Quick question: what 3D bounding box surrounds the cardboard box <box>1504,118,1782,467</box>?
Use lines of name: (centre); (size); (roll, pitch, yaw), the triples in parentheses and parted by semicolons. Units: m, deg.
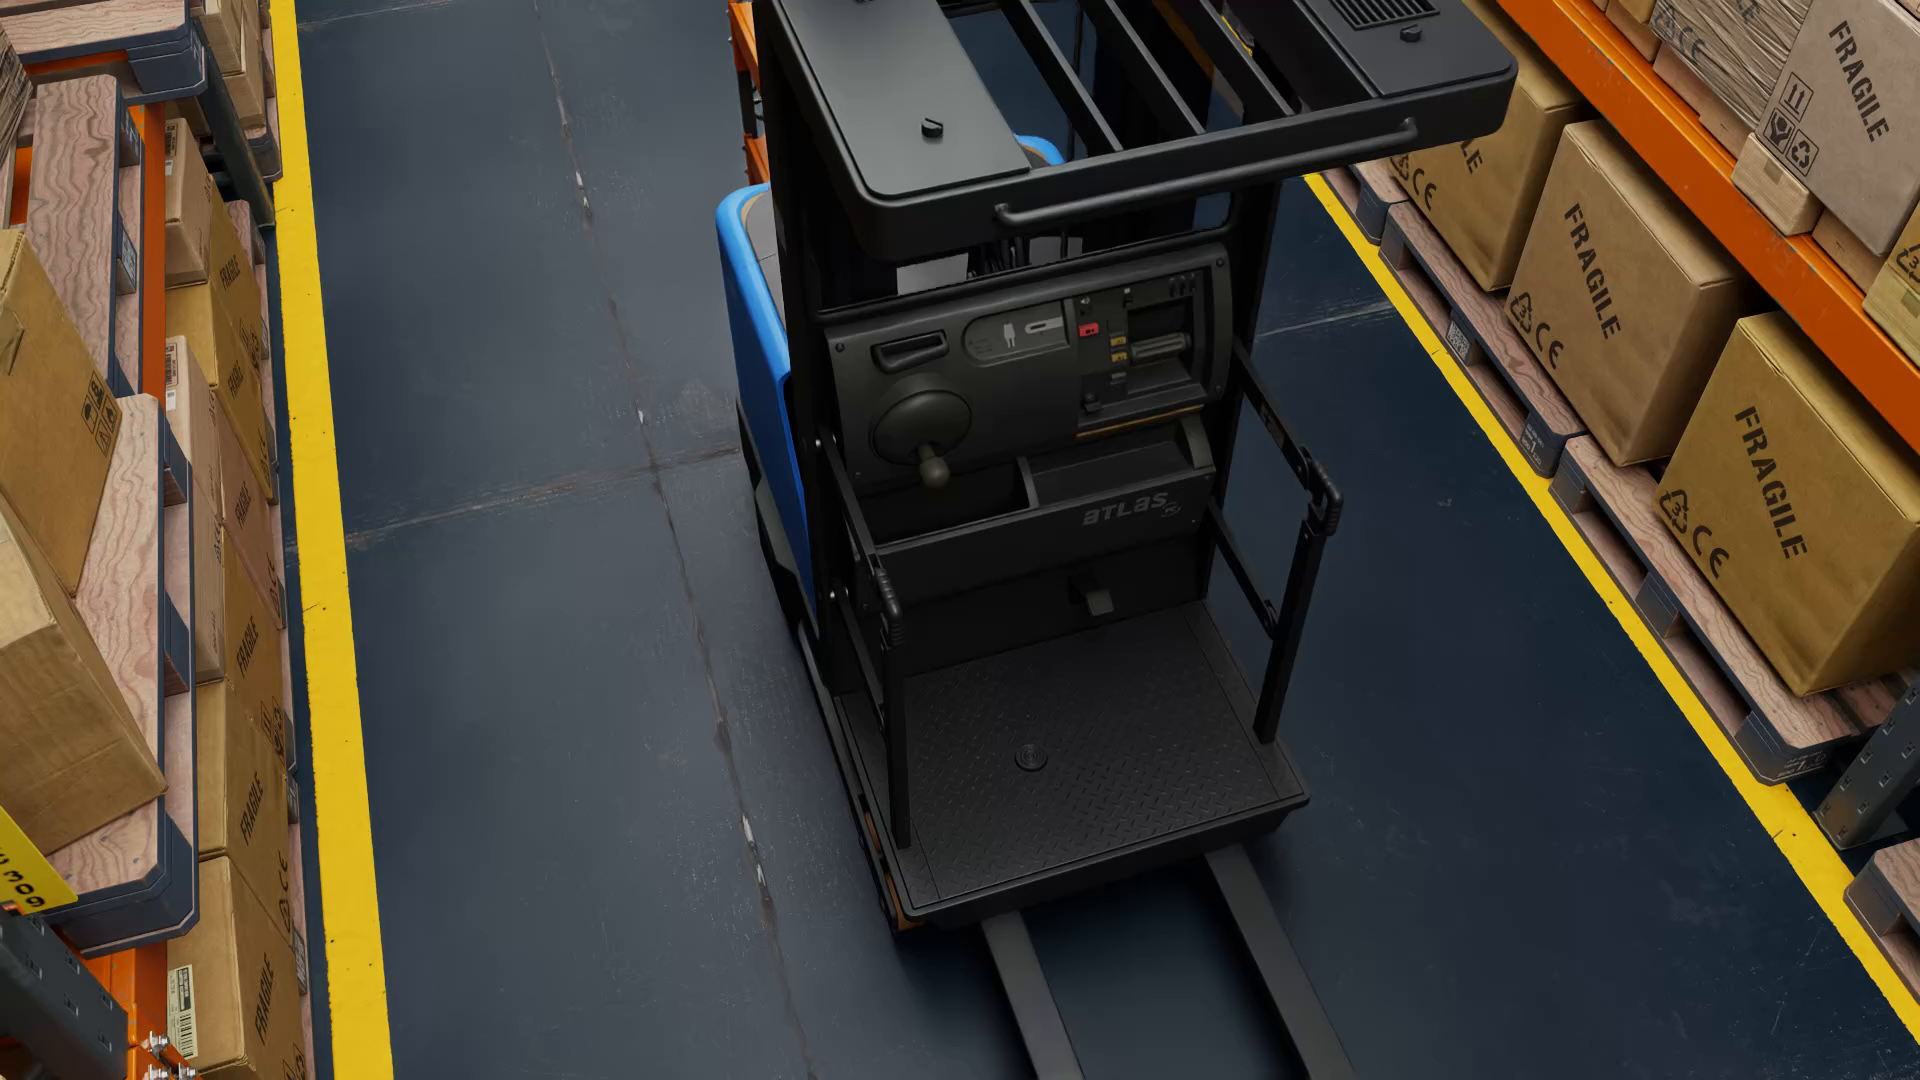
cardboard box: (2.270, -0.809, 5.101); (0.750, 0.750, 0.750); (-12, 51, -10)

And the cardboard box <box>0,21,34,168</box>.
cardboard box: (-2.680, -1.093, 3.869); (0.700, 0.500, 0.500); (-5, 50, -4)

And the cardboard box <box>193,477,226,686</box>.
cardboard box: (-2.085, 0.134, 4.032); (0.500, 0.250, 0.500); (-13, 51, -11)

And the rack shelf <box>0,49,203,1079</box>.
rack shelf: (-2.471, -0.378, 4.078); (1.077, 0.370, 4.000); (-13, 51, -11)

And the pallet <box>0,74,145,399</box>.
pallet: (-2.483, -0.590, 3.911); (1.003, 0.211, 1.213); (-13, 51, -11)

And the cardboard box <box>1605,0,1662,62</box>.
cardboard box: (2.080, -1.515, 4.717); (0.380, 0.149, 0.250); (-12, 51, -10)

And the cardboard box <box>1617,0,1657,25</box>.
cardboard box: (2.021, -1.790, 4.524); (0.500, 0.500, 0.500); (-12, 51, -10)

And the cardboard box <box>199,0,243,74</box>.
cardboard box: (-2.937, -1.950, 6.089); (0.500, 0.311, 0.500); (-12, 51, -10)

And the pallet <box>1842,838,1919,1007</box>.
pallet: (3.002, 1.200, 4.101); (1.003, 0.211, 1.213); (-13, 51, -11)

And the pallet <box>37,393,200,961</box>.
pallet: (-2.011, 0.304, 3.157); (1.003, 0.211, 1.213); (-13, 51, -11)

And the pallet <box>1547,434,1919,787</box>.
pallet: (2.552, 0.080, 5.045); (1.003, 0.211, 1.213); (-13, 51, -11)

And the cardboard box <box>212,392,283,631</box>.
cardboard box: (-2.248, -0.017, 4.650); (0.500, 0.500, 0.500); (-15, 52, -12)

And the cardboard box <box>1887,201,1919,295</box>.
cardboard box: (2.474, -0.687, 3.594); (0.500, 0.500, 0.500); (-14, 51, -12)

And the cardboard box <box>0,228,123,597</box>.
cardboard box: (-2.070, -0.202, 3.118); (0.700, 0.500, 0.500); (-6, 50, -5)

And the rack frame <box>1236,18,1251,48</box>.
rack frame: (1.669, -3.194, 5.981); (1.000, 3.000, 0.127); (-13, 51, -11)

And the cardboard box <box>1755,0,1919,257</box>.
cardboard box: (2.314, -1.057, 3.906); (0.500, 0.500, 0.500); (-13, 51, -11)

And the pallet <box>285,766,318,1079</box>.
pallet: (-2.156, 1.164, 4.131); (1.003, 0.211, 1.213); (-13, 51, -11)

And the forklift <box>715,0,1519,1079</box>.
forklift: (0.239, -0.276, 3.566); (1.130, 2.935, 3.031); (-14, 51, -12)

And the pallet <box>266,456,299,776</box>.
pallet: (-2.520, 0.271, 4.883); (1.003, 0.211, 1.213); (-13, 51, -11)

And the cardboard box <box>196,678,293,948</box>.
cardboard box: (-1.958, 0.719, 4.029); (0.500, 0.500, 0.500); (-13, 51, -10)

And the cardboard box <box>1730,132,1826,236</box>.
cardboard box: (2.216, -0.939, 4.231); (0.380, 0.149, 0.250); (-13, 51, -11)

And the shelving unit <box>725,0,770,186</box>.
shelving unit: (-0.365, -1.205, 5.530); (0.538, 1.125, 1.048); (-14, 51, -12)

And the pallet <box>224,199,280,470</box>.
pallet: (-2.878, -0.618, 5.633); (1.003, 0.211, 1.213); (-13, 51, -11)

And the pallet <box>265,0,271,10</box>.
pallet: (-3.626, -2.672, 7.364); (1.003, 0.211, 1.213); (-13, 51, -11)

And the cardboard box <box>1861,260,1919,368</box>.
cardboard box: (2.384, -0.560, 3.911); (0.380, 0.149, 0.250); (-12, 51, -10)

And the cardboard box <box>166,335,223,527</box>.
cardboard box: (-2.234, -0.232, 4.341); (0.500, 0.250, 0.500); (-14, 51, -12)

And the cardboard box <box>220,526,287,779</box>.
cardboard box: (-2.099, 0.352, 4.338); (0.500, 0.500, 0.500); (-13, 51, -11)

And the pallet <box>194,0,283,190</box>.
pallet: (-3.268, -1.782, 6.614); (1.003, 0.211, 1.213); (-13, 51, -11)

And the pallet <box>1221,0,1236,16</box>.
pallet: (1.439, -2.866, 7.528); (1.003, 0.211, 1.213); (-13, 51, -11)

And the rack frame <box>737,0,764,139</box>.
rack frame: (-0.524, -1.574, 5.842); (0.500, 1.125, 0.032); (-14, 51, -12)

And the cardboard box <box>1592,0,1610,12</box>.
cardboard box: (2.009, -1.709, 4.880); (0.380, 0.149, 0.250); (-13, 51, -11)

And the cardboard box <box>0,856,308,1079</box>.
cardboard box: (-1.790, 1.106, 3.703); (0.500, 0.500, 0.500); (-15, 52, -13)

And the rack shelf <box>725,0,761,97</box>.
rack shelf: (-0.365, -1.394, 5.307); (0.538, 0.278, 1.000); (-14, 51, -12)

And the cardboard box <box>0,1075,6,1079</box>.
cardboard box: (-1.486, 1.125, 2.274); (0.500, 0.500, 0.500); (-13, 51, -10)

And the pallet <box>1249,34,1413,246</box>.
pallet: (1.830, -1.702, 6.547); (1.003, 0.211, 1.213); (-13, 51, -11)

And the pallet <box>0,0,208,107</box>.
pallet: (-2.795, -1.530, 4.703); (1.213, 0.211, 1.003); (-13, 51, -11)

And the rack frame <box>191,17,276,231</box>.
rack frame: (-3.062, -2.071, 5.034); (1.000, 3.000, 0.127); (-13, 51, -11)

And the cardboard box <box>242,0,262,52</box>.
cardboard box: (-3.086, -2.136, 6.613); (0.500, 0.250, 0.500); (-15, 51, -12)

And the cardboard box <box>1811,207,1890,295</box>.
cardboard box: (2.351, -0.759, 4.079); (0.380, 0.149, 0.250); (-12, 51, -10)

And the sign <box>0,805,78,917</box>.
sign: (-1.363, 0.443, 2.348); (0.100, 0.325, 0.005); (-13, 51, -11)

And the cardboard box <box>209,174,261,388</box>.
cardboard box: (-2.561, -0.777, 5.290); (0.500, 0.500, 0.500); (-12, 51, -10)

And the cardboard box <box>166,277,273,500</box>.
cardboard box: (-2.409, -0.399, 4.972); (0.500, 0.500, 0.500); (-15, 51, -12)

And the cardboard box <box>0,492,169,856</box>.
cardboard box: (-1.806, 0.286, 2.707); (0.700, 0.500, 0.500); (-30, 56, -23)

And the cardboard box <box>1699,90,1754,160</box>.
cardboard box: (2.207, -1.132, 4.394); (0.380, 0.149, 0.250); (-13, 51, -11)

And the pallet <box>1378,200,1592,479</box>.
pallet: (2.187, -0.813, 5.797); (1.003, 0.211, 1.213); (-13, 51, -11)

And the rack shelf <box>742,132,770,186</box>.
rack shelf: (-0.365, -1.048, 5.717); (0.538, 0.278, 1.000); (-14, 51, -12)

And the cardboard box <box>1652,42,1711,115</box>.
cardboard box: (2.147, -1.318, 4.551); (0.380, 0.149, 0.250); (-15, 51, -12)

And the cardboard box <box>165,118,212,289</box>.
cardboard box: (-2.541, -0.979, 4.970); (0.500, 0.250, 0.500); (-12, 51, -10)

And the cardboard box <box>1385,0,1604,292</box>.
cardboard box: (2.014, -1.428, 5.624); (0.750, 0.750, 0.750); (-14, 51, -11)

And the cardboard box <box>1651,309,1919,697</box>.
cardboard box: (2.535, -0.160, 4.554); (0.750, 0.750, 0.750); (-13, 51, -11)

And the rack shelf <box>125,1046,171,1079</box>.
rack shelf: (-1.288, 2.543, 1.615); (1.077, 0.370, 4.000); (-13, 51, -11)

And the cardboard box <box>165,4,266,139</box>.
cardboard box: (-2.937, -1.769, 6.303); (0.500, 0.250, 0.500); (-13, 51, -11)

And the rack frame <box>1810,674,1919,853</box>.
rack frame: (2.852, -0.272, 3.518); (1.000, 3.000, 0.127); (-13, 51, -11)

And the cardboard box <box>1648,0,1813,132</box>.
cardboard box: (2.174, -1.426, 4.217); (0.500, 0.500, 0.500); (-13, 51, -11)
